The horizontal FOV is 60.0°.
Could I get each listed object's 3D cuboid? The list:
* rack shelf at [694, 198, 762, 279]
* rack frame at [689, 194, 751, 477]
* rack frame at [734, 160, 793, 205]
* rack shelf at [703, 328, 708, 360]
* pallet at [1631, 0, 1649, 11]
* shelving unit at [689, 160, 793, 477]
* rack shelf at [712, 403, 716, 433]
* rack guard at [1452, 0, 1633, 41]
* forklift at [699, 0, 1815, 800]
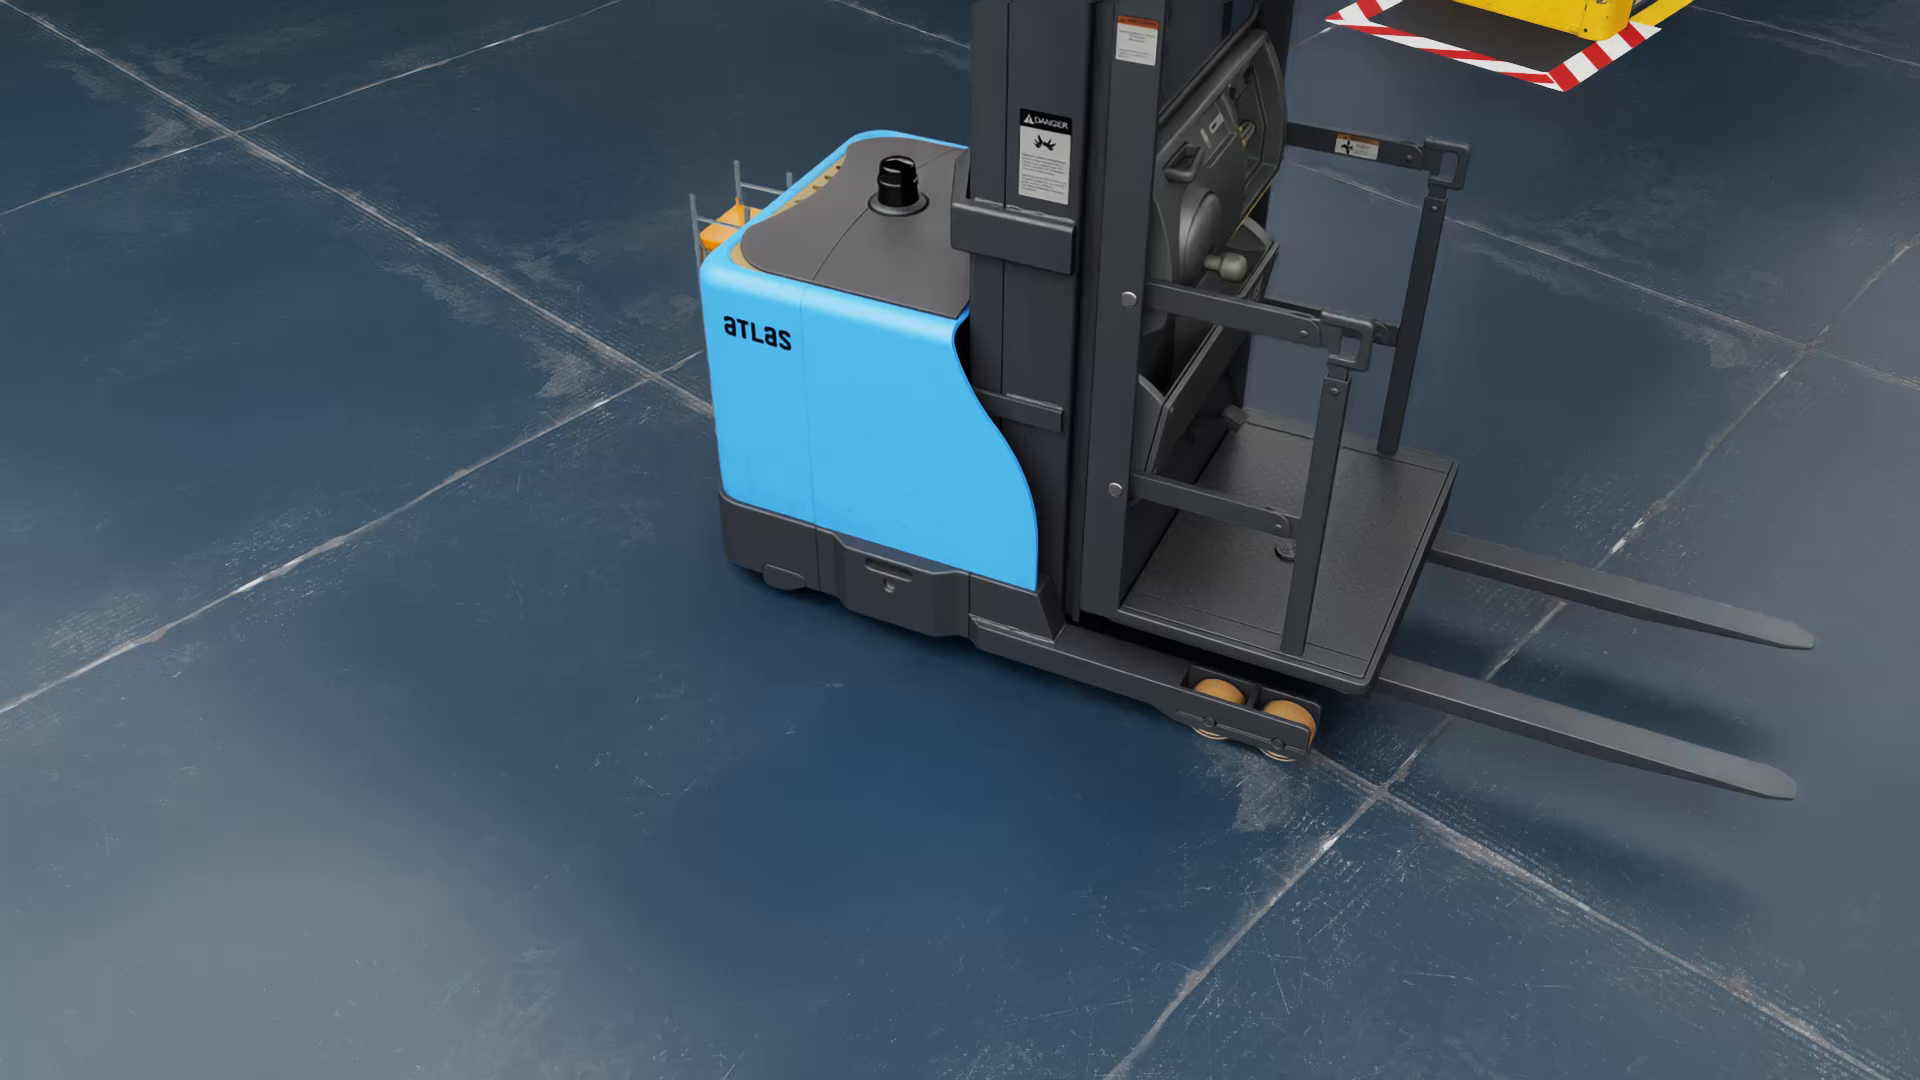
[{"bbox_3d":[-0.641,-0.848,5.034,0.215,0.259,0.240,16,41,20],"label":"rack shelf"},{"bbox_3d":[-0.693,-0.566,5.118,0.200,1.050,0.008,16,41,20],"label":"rack frame"},{"bbox_3d":[-0.589,-0.703,5.291,0.200,1.050,0.008,16,41,20],"label":"rack frame"},{"bbox_3d":[-0.641,-0.626,5.211,0.215,0.259,0.240,16,41,20],"label":"rack shelf"},{"bbox_3d":[3.481,-3.292,9.220,1.003,0.211,1.213,30,47,32],"label":"pallet"},{"bbox_3d":[-0.641,-0.634,5.204,0.215,1.050,0.252,16,41,20],"label":"shelving unit"},{"bbox_3d":[-0.641,-0.409,5.384,0.215,0.259,0.240,16,41,20],"label":"rack shelf"},{"bbox_3d":[2.929,-3.034,8.664,1.175,0.500,0.348,30,47,32],"label":"rack guard"},{"bbox_3d":[0.835,-0.928,4.062,3.031,2.935,1.130,17,41,20],"label":"forklift"}]
